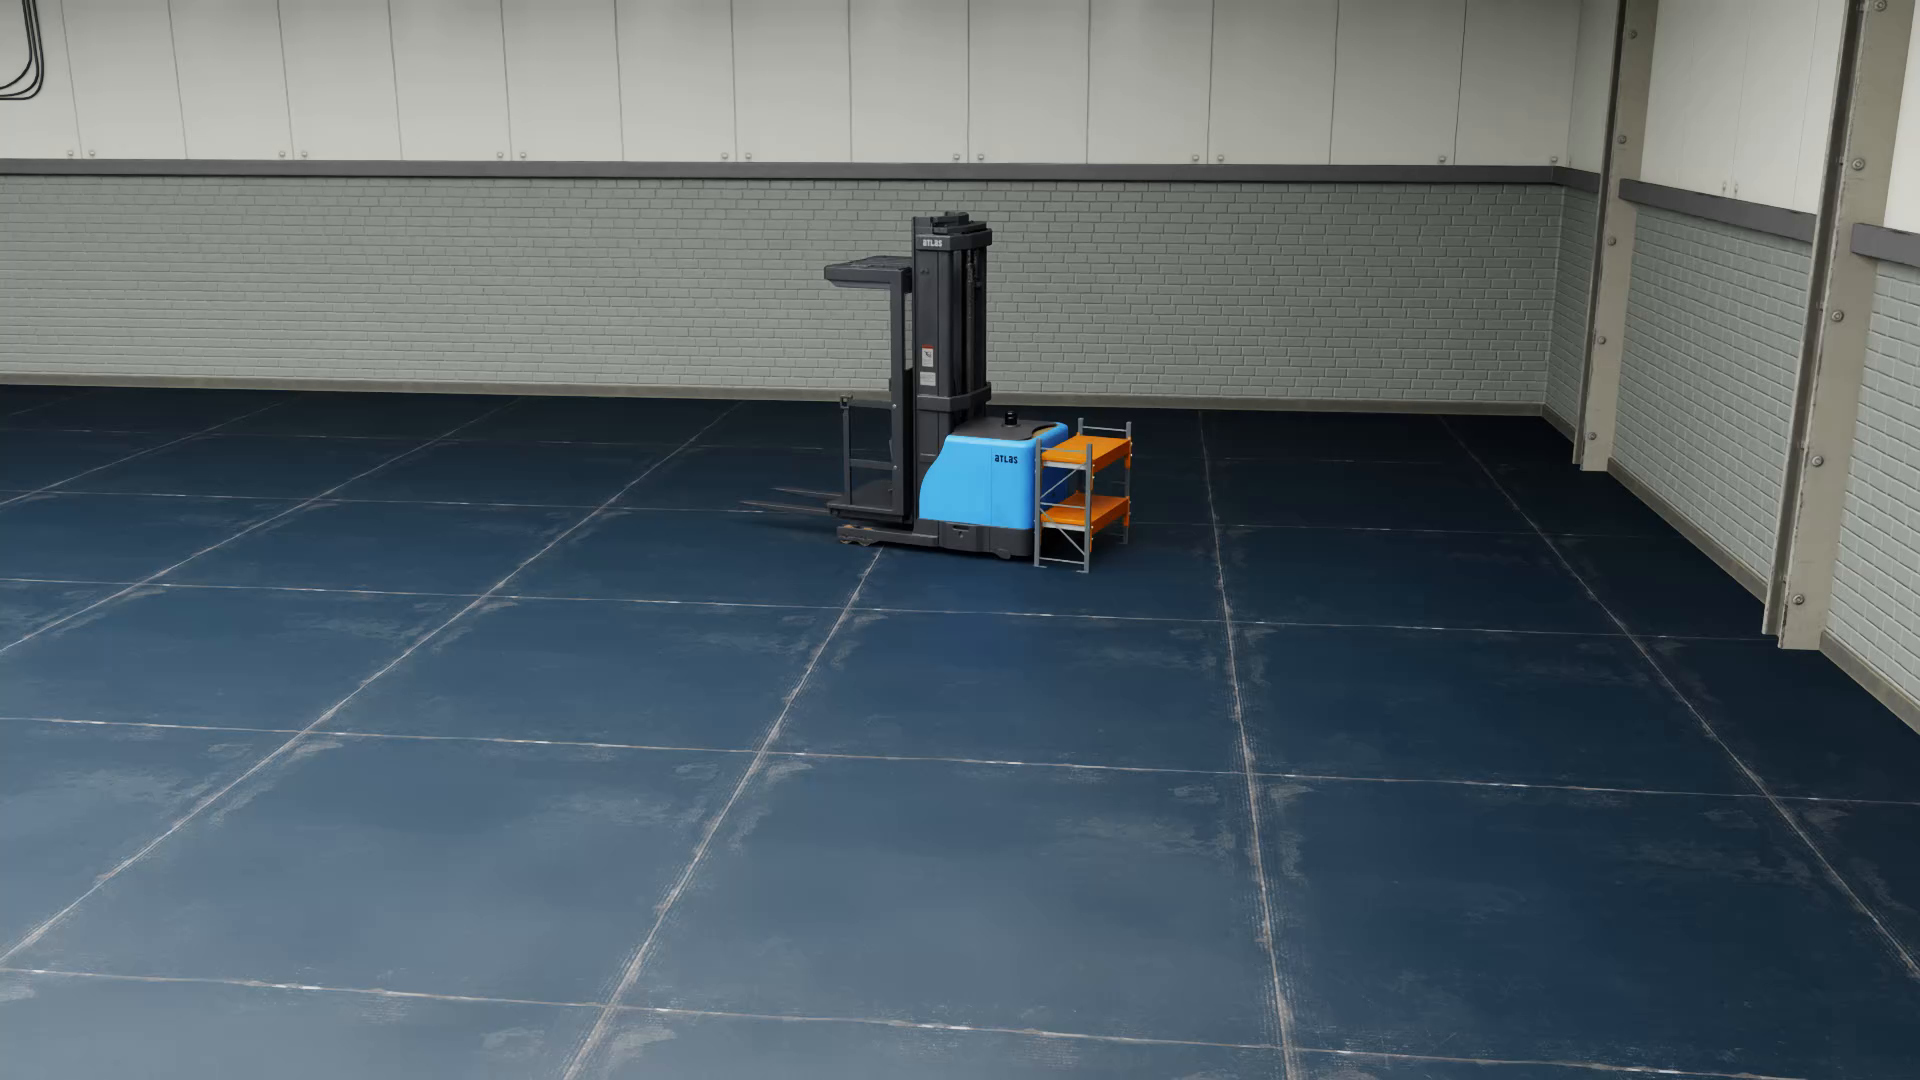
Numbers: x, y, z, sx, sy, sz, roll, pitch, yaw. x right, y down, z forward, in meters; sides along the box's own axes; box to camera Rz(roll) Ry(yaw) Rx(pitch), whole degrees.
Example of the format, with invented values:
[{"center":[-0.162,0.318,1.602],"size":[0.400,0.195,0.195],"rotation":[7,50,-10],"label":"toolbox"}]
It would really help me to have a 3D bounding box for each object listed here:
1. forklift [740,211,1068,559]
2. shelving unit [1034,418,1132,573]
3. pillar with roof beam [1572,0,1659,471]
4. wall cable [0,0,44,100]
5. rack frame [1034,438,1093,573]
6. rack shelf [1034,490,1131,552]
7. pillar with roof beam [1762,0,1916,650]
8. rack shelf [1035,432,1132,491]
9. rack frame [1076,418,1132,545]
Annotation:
[{"center":[-0.570,-1.480,15.109],"size":[3.031,2.935,1.130],"rotation":[7,16,23],"label":"forklift"},{"center":[1.089,-0.411,14.614],"size":[0.538,1.125,1.048],"rotation":[7,17,24],"label":"shelving unit"},{"center":[2.634,-5.272,17.506],"size":[9.100,9.000,0.400],"rotation":[2,15,6],"label":"pillar with roof beam"},{"center":[-13.310,-8.156,21.657],"size":[2.305,6.003,0.169],"rotation":[2,15,6],"label":"wall cable"},{"center":[0.878,-0.290,14.168],"size":[0.500,1.125,0.032],"rotation":[7,17,24],"label":"rack frame"},{"center":[1.089,-0.175,14.678],"size":[0.538,0.278,1.000],"rotation":[7,17,24],"label":"rack shelf"},{"center":[1.957,-3.716,11.751],"size":[9.100,9.000,0.400],"rotation":[2,15,6],"label":"pillar with roof beam"},{"center":[1.089,-0.693,14.538],"size":[0.538,0.278,1.000],"rotation":[7,17,24],"label":"rack shelf"},{"center":[1.300,-0.531,15.061],"size":[0.500,1.125,0.032],"rotation":[7,17,24],"label":"rack frame"}]
